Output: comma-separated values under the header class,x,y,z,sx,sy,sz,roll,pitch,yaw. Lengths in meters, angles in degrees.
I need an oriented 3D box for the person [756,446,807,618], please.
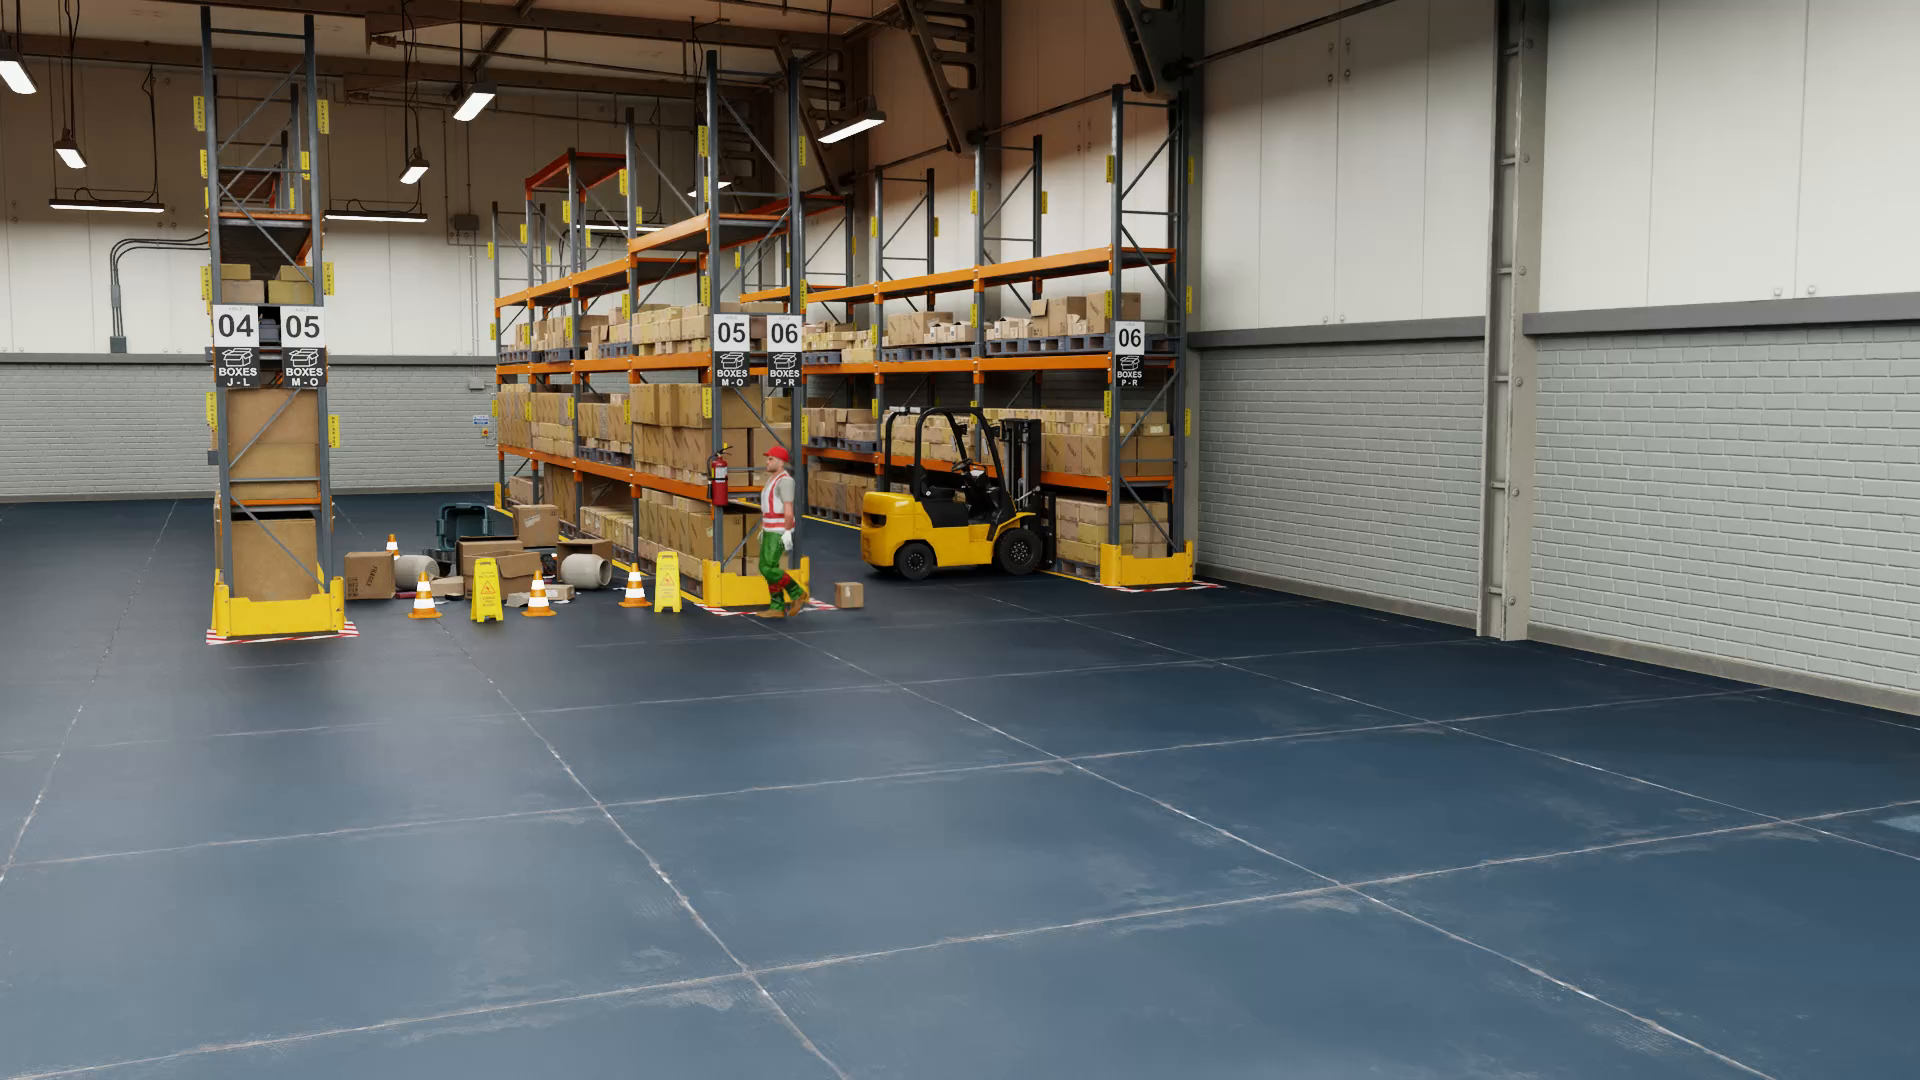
class,x,y,z,sx,sy,sz,roll,pitch,yaw
person,-1.855,-0.077,17.128,0.513,1.780,0.544,-2,6,-23
